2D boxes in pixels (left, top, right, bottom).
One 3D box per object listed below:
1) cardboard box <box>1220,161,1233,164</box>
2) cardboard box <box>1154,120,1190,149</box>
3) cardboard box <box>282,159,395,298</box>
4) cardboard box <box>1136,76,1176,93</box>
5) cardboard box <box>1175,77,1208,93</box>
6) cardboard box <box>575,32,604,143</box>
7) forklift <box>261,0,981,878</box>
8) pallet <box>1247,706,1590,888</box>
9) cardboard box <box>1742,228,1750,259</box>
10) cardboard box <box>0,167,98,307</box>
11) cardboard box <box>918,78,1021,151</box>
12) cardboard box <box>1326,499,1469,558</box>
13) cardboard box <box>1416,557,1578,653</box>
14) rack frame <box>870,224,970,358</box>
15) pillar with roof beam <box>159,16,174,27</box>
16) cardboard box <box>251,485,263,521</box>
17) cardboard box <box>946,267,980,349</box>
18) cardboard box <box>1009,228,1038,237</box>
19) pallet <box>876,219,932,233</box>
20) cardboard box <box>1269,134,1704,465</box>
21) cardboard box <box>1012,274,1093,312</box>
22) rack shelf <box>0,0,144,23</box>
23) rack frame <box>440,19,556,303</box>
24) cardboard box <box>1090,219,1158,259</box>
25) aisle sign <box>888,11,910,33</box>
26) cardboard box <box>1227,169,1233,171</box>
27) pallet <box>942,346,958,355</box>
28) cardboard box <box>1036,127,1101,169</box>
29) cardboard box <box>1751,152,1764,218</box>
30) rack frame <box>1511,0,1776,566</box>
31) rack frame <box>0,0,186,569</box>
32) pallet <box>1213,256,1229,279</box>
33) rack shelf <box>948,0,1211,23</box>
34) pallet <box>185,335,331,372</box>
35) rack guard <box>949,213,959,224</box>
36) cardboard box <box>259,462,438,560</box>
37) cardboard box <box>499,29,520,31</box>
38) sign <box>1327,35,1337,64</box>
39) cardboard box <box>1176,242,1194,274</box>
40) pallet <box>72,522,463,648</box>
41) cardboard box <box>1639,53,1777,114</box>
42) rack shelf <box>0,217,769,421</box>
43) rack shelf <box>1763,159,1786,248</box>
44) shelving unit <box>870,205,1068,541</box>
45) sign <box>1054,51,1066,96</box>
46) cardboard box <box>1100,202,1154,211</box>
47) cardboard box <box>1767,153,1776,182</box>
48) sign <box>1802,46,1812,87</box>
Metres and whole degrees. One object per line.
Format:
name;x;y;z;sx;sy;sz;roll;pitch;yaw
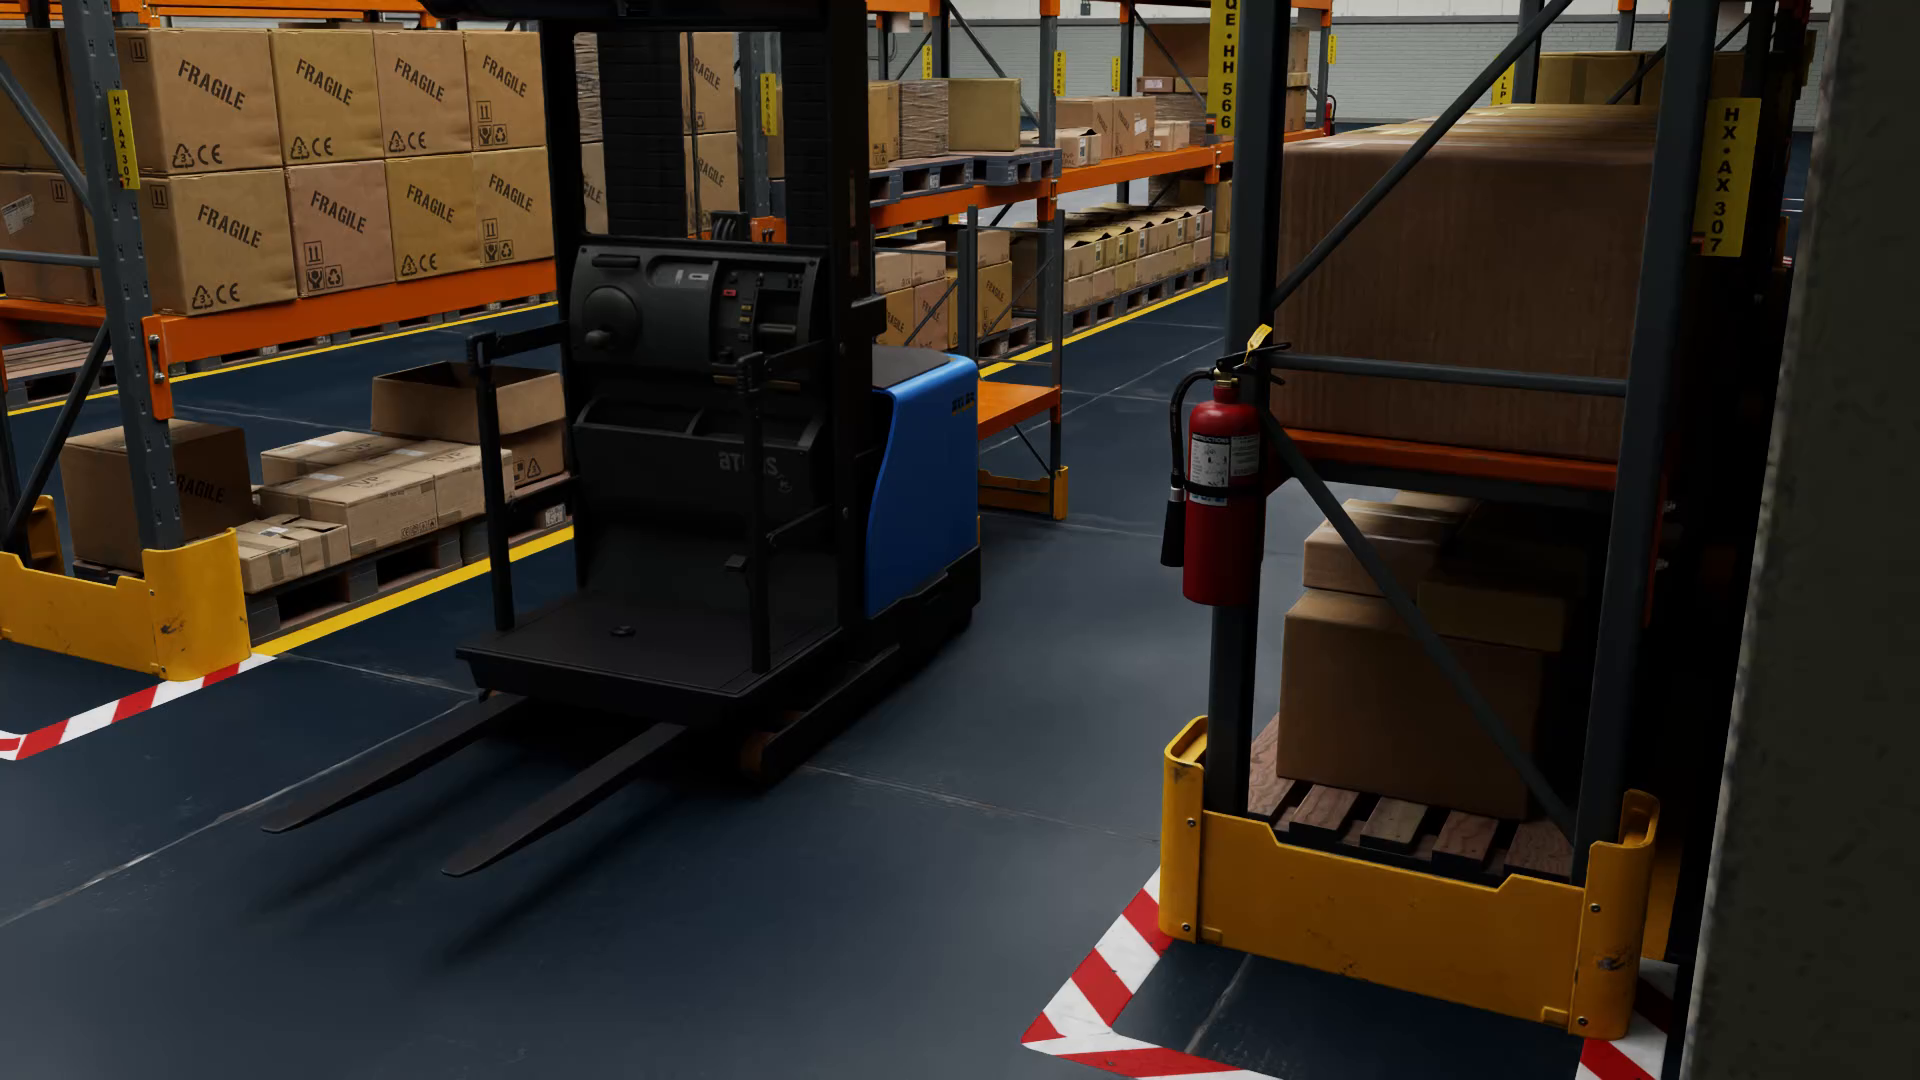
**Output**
cardboard box;3.169;-4.092;19.140;0.500;0.500;0.500;8;18;25
cardboard box;1.861;-3.863;15.860;0.500;0.250;0.500;9;19;29
cardboard box;-2.660;-1.269;6.686;0.500;0.500;0.500;8;18;25
cardboard box;1.971;-4.521;16.498;0.380;0.149;0.250;8;18;25
cardboard box;2.335;-4.469;16.320;0.380;0.149;0.250;8;18;25
cardboard box;-1.979;-2.135;7.845;0.500;0.500;0.500;8;18;26
forklift;-0.969;-0.773;5.315;1.130;2.935;3.031;7;18;23
pallet;1.400;0.743;4.986;1.003;0.211;1.213;8;18;25
cardboard box;3.449;-1.402;7.717;0.380;0.149;0.250;8;18;24
cardboard box;-3.364;-1.206;6.475;0.500;0.500;0.500;9;19;27
cardboard box;0.074;-3.122;12.187;0.700;0.500;0.500;2;17;7
cardboard box;1.344;-0.006;5.124;0.380;0.149;0.250;9;19;27
cardboard box;1.459;0.172;4.524;0.380;0.149;0.250;8;18;26
rack frame;-0.189;-0.611;7.282;0.500;1.500;0.032;8;18;25
pillar with roof beam;-12.925;-12.031;32.560;9.100;9.000;0.400;8;18;25
cardboard box;-3.036;-0.124;7.210;0.380;0.166;0.250;8;18;25
cardboard box;-0.185;-1.660;11.796;0.500;0.500;0.500;7;18;23
cardboard box;0.494;-2.497;14.104;0.500;0.311;0.500;8;18;25
pallet;-0.960;-4.148;21.452;1.003;0.211;1.213;8;18;25
cardboard box;1.332;-0.655;4.269;0.980;0.700;0.700;9;19;28
cardboard box;0.751;-2.026;13.504;0.500;0.250;0.500;8;18;25
rack shelf;-9.500;-4.892;15.056;1.077;0.370;4.000;8;18;25
rack frame;-4.175;-3.678;14.974;1.000;3.000;0.127;8;18;25
cardboard box;1.437;-2.691;14.756;0.500;0.311;0.500;8;18;25
aisle sign;-0.831;-7.018;21.652;0.394;0.787;0.004;8;18;25
cardboard box;3.197;-3.769;18.055;0.500;0.500;0.500;8;18;25
pallet;-0.659;-1.215;11.580;1.003;0.211;1.213;8;18;25
cardboard box;0.827;-3.208;13.546;0.500;0.311;0.500;8;18;25
cardboard box;3.566;-1.818;7.978;0.500;0.500;0.500;8;18;26
rack frame;2.900;-1.399;7.300;1.000;3.000;0.127;8;18;25
rack frame;-3.320;-1.009;5.988;1.000;3.000;0.127;8;18;25
pallet;2.434;-2.927;17.340;1.003;0.211;1.213;8;18;25
rack shelf;1.148;-4.650;14.239;1.077;0.370;4.000;8;18;25
pallet;-5.581;-1.514;12.584;1.003;0.211;1.213;8;18;25
rack guard;-0.593;-4.492;22.105;1.175;0.500;0.348;8;18;25
cardboard box;-2.600;-0.132;7.091;0.500;0.250;0.500;8;18;25
cardboard box;-5.945;-6.334;21.462;0.500;0.500;0.500;8;18;25
sign;4.308;-5.681;19.267;0.100;0.325;0.005;8;18;25
cardboard box;1.888;-2.678;15.698;0.500;0.250;0.500;8;18;25
pallet;-2.931;0.105;7.135;1.003;0.211;1.213;8;18;25
cardboard box;3.339;-2.043;7.417;0.500;0.250;0.500;9;19;27
rack shelf;-2.427;-1.174;7.806;1.077;0.370;4.000;8;18;25
rack shelf;5.581;-2.582;12.548;1.077;0.370;4.000;8;18;25
shelving unit;0.034;-0.738;7.710;0.587;1.500;1.083;8;18;25
sign;0.744;-3.498;12.471;0.100;0.325;0.005;8;18;25
cardboard box;1.634;-3.144;16.283;0.500;0.311;0.500;8;18;26
cardboard box;4.712;-2.464;10.153;0.500;0.500;0.500;8;18;26
sign;6.973;-3.922;13.761;0.100;0.325;0.005;8;18;25
